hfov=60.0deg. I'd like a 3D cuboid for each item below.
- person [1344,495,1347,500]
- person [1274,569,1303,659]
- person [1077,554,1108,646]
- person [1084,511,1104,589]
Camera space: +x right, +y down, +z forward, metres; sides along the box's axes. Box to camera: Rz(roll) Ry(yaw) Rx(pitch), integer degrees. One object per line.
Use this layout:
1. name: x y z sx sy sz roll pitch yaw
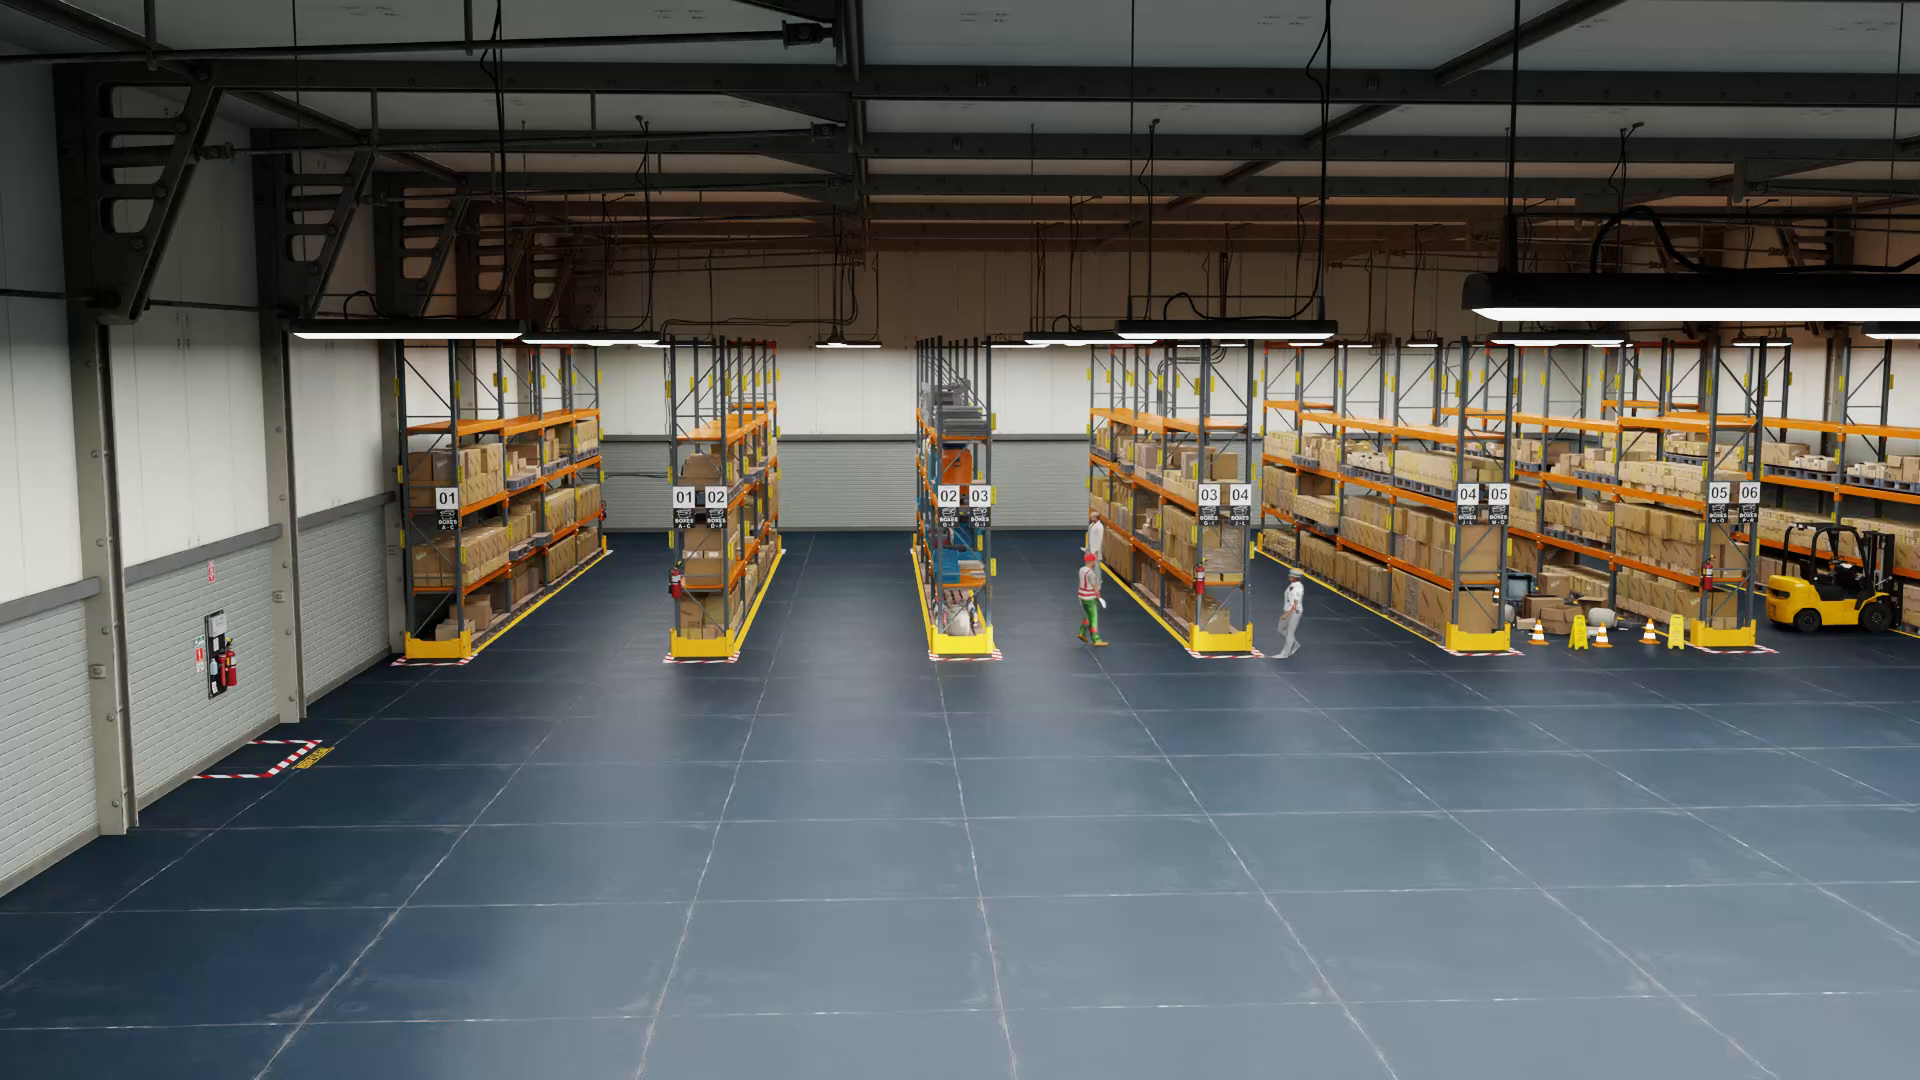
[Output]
1. person: 11.168 -0.545 48.352 0.922 1.546 0.482 3 7 22
2. person: 6.136 1.372 31.035 0.595 1.658 0.503 -2 7 -19
3. person: 2.563 1.150 32.422 0.529 1.787 0.709 -2 7 -20
4. person: 3.054 0.260 37.948 0.420 1.837 0.656 -3 7 -24
